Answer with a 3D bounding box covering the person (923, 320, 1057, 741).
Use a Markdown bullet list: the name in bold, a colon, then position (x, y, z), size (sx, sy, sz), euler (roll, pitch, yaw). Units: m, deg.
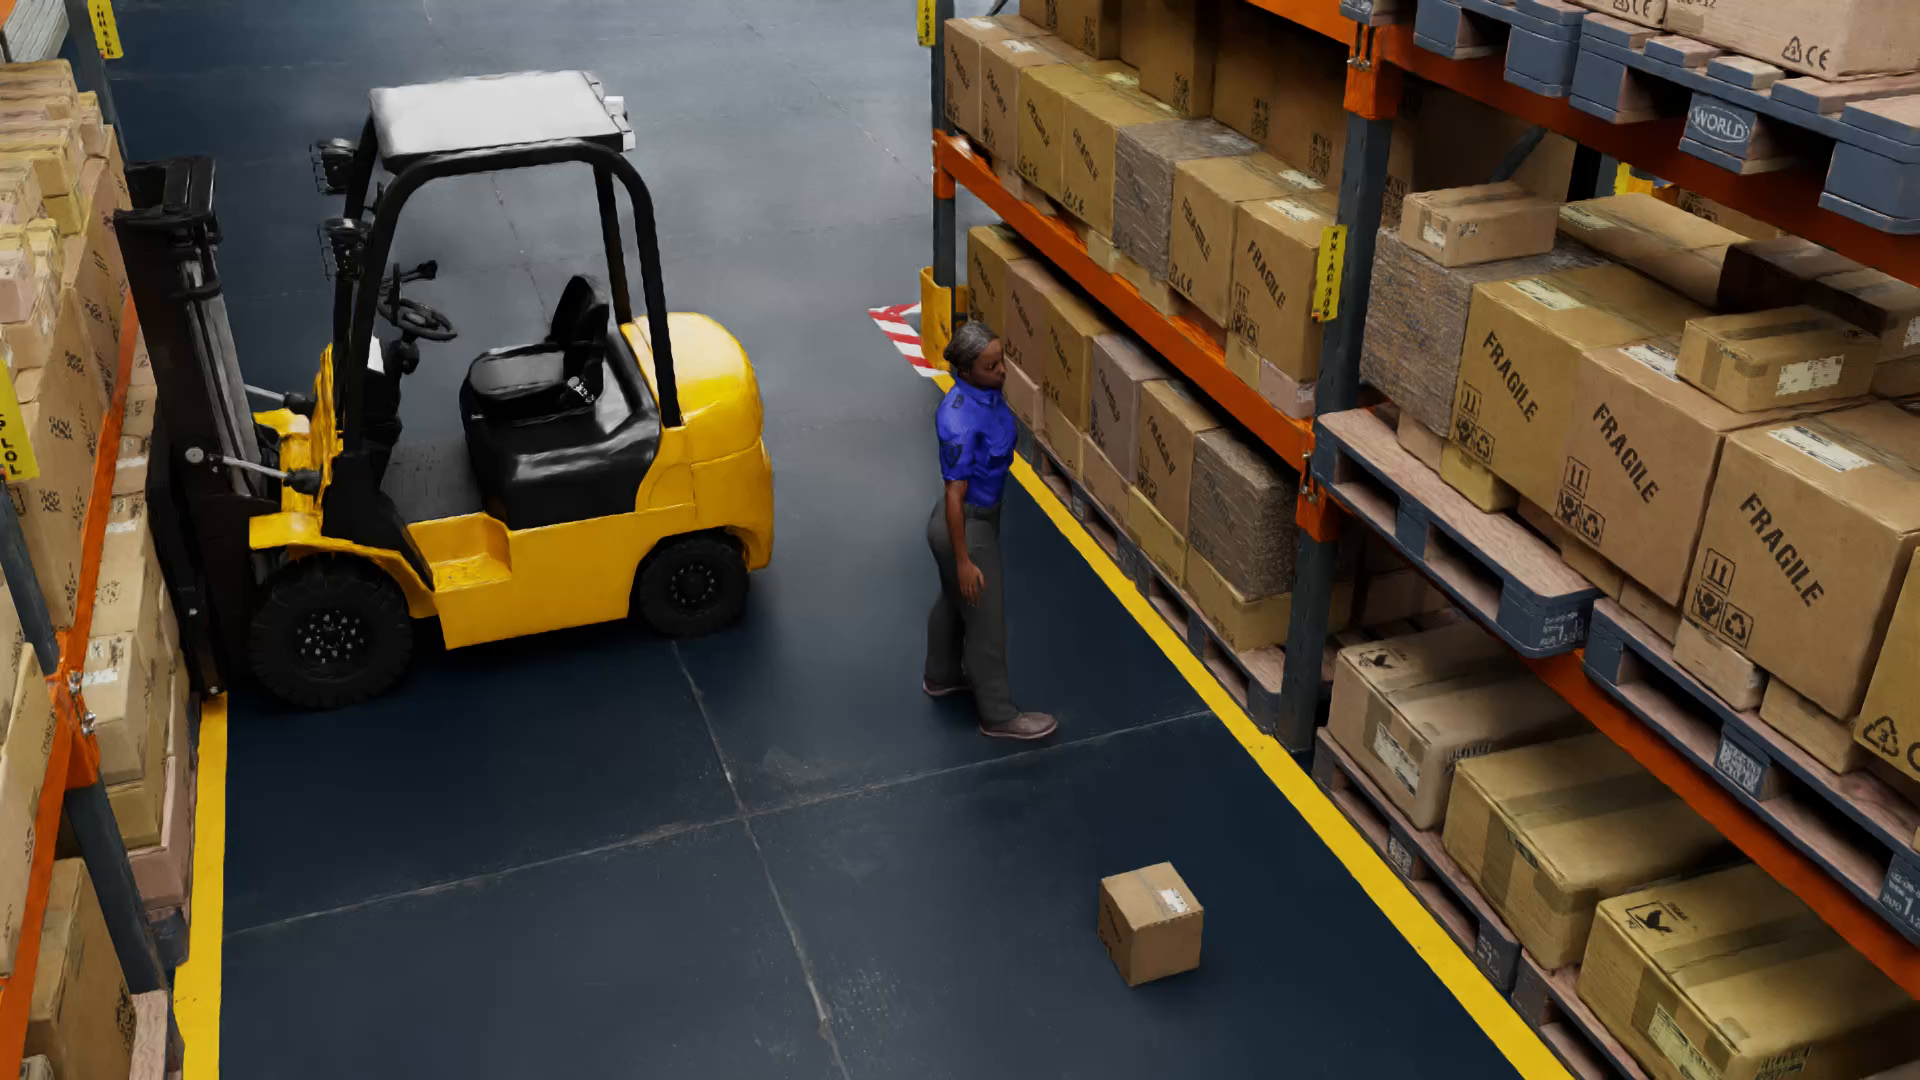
- **person**: position (0.110, -0.022, 6.130), size (0.562, 1.656, 0.629), euler (5, 30, 8)
